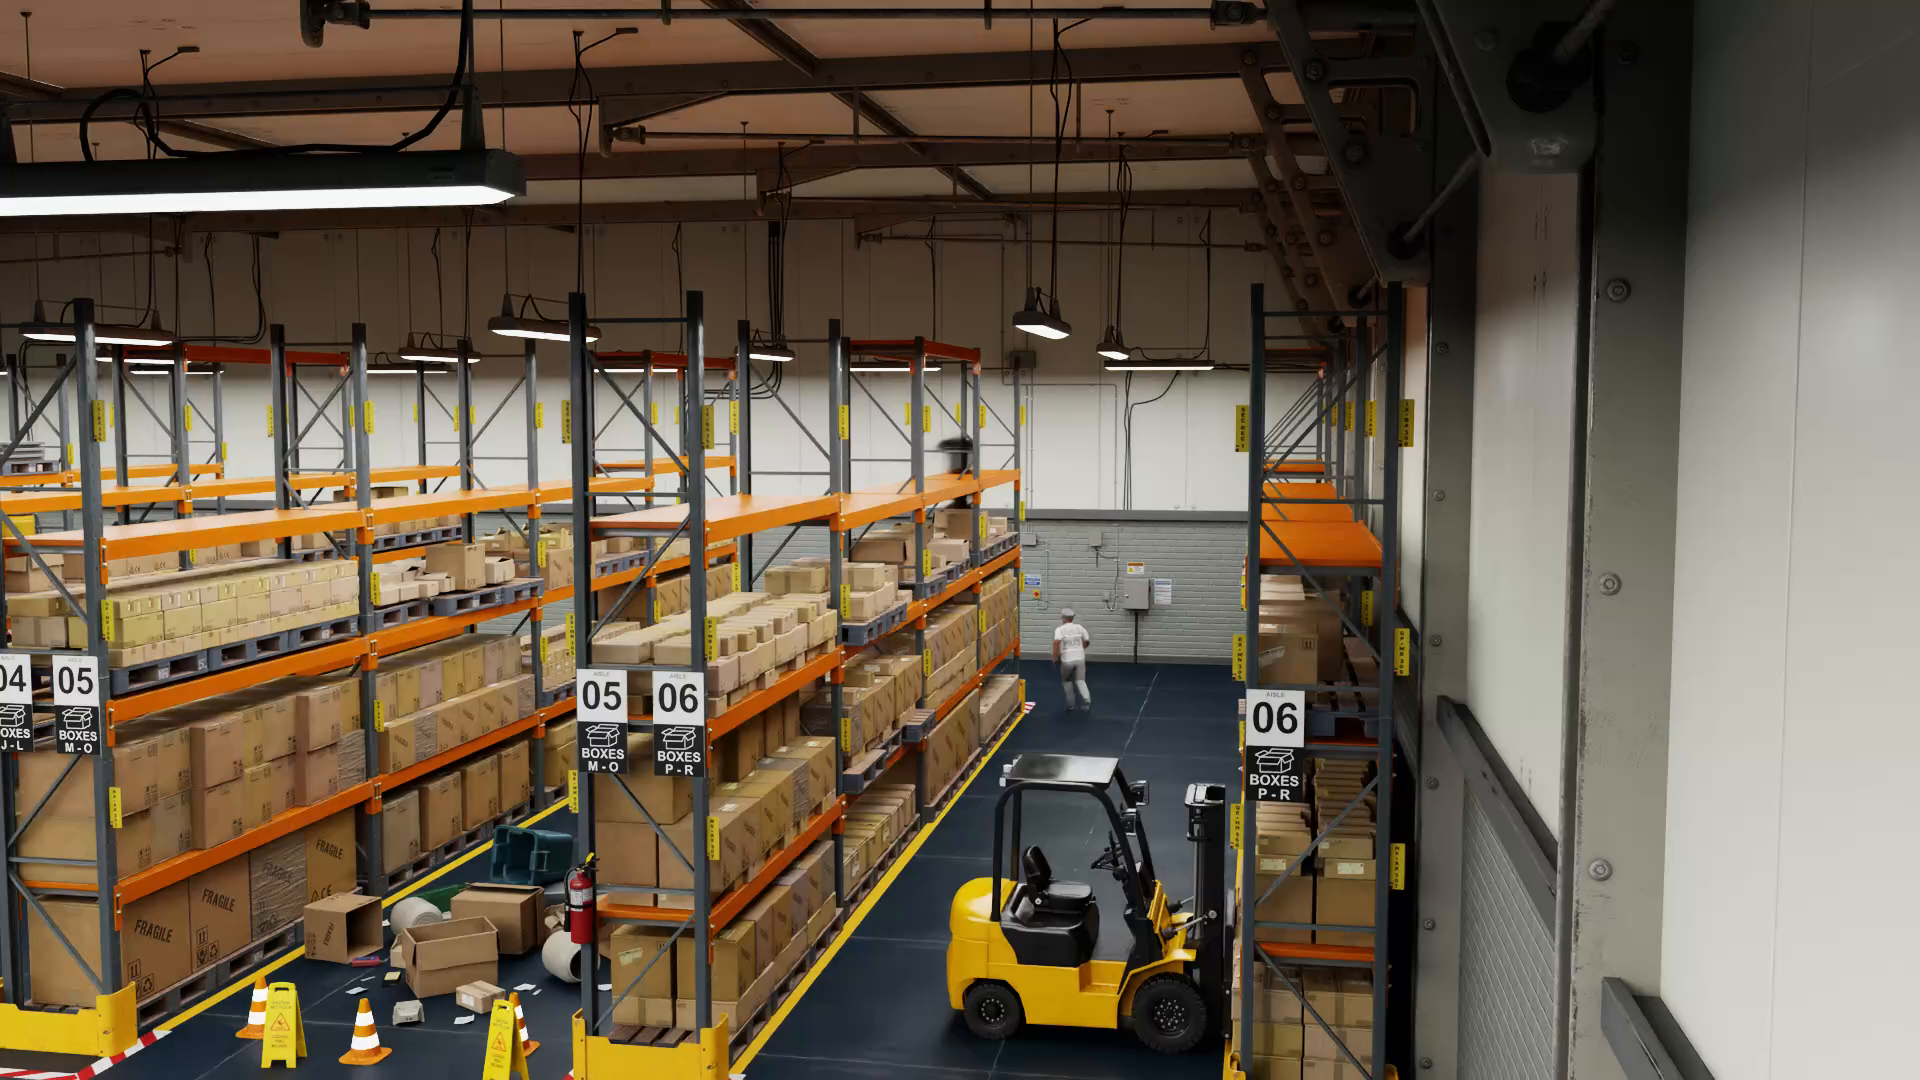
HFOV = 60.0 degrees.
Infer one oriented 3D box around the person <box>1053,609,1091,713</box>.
[{"bbox_3d":[1.894,2.054,28.061,0.680,1.753,0.885,-1,5,-13],"label":"person"}]
